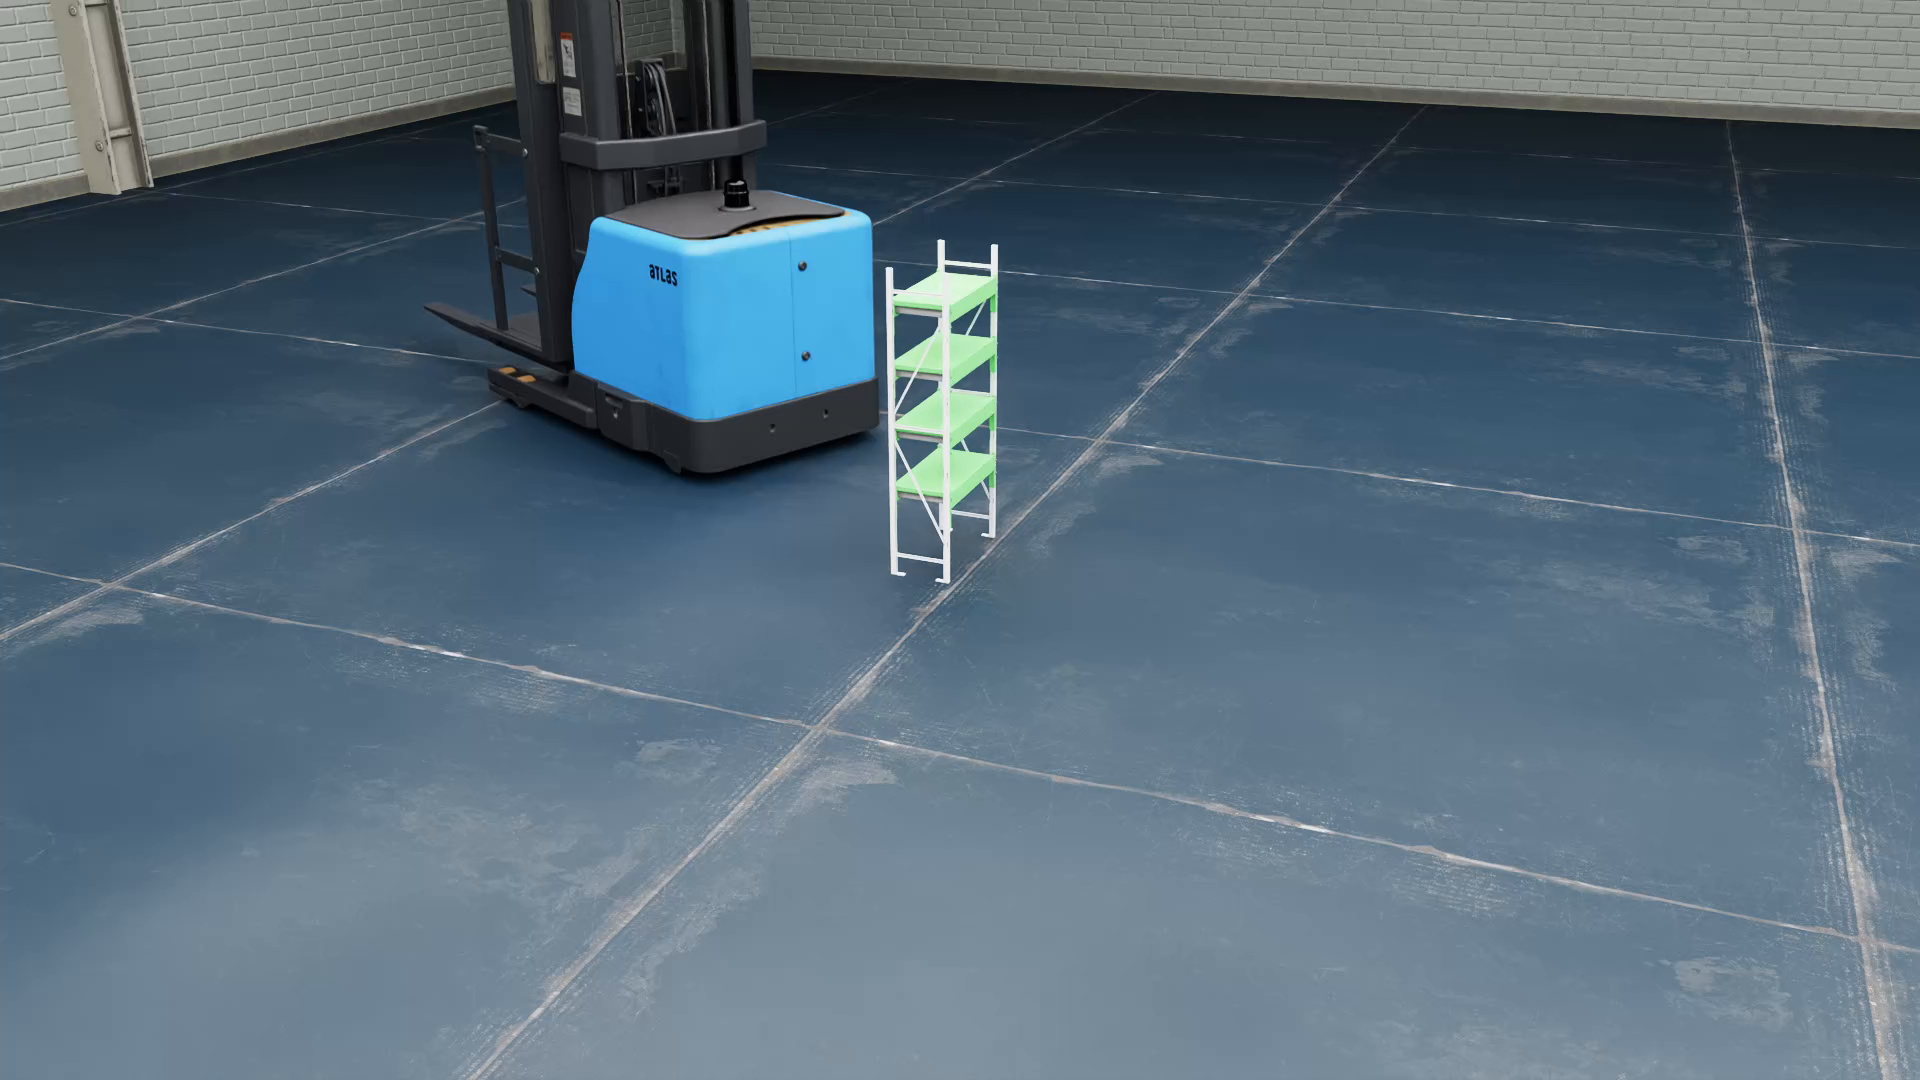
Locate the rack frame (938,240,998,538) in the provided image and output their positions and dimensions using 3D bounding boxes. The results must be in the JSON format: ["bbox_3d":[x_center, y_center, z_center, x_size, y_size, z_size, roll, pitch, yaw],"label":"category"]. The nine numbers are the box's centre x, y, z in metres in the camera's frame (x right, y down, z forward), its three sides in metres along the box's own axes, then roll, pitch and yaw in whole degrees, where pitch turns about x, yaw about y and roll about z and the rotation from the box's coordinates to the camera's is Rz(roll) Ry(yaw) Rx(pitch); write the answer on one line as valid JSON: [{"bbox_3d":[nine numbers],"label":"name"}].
[{"bbox_3d":[0.029,-0.582,6.586,0.240,1.200,0.015,9,24,20],"label":"rack frame"}]

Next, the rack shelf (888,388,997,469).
[{"bbox_3d":[-0.061,-0.435,6.402,0.258,0.148,0.480,9,24,20],"label":"rack shelf"}]

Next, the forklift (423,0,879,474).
[{"bbox_3d":[-1.748,-2.127,8.040,1.130,2.935,3.031,-19,30,-39],"label":"forklift"}]

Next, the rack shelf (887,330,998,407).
[{"bbox_3d":[-0.061,-0.657,6.309,0.258,0.148,0.480,9,24,20],"label":"rack shelf"}]

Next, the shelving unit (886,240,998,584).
[{"bbox_3d":[-0.061,-0.494,6.377,0.258,1.200,0.503,9,24,20],"label":"shelving unit"}]

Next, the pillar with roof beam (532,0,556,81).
[{"bbox_3d":[-0.655,-8.563,15.574,9.100,9.000,0.400,9,24,20],"label":"pillar with roof beam"}]

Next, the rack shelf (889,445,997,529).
[{"bbox_3d":[-0.061,-0.214,6.494,0.258,0.148,0.480,9,24,20],"label":"rack shelf"}]

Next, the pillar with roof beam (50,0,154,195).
[{"bbox_3d":[-2.883,-6.416,10.434,9.100,9.000,0.400,9,24,20],"label":"pillar with roof beam"}]

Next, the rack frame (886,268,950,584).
[{"bbox_3d":[-0.152,-0.407,6.168,0.240,1.200,0.015,9,24,20],"label":"rack frame"}]

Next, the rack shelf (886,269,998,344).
[{"bbox_3d":[-0.061,-0.878,6.217,0.258,0.148,0.480,9,24,20],"label":"rack shelf"}]
